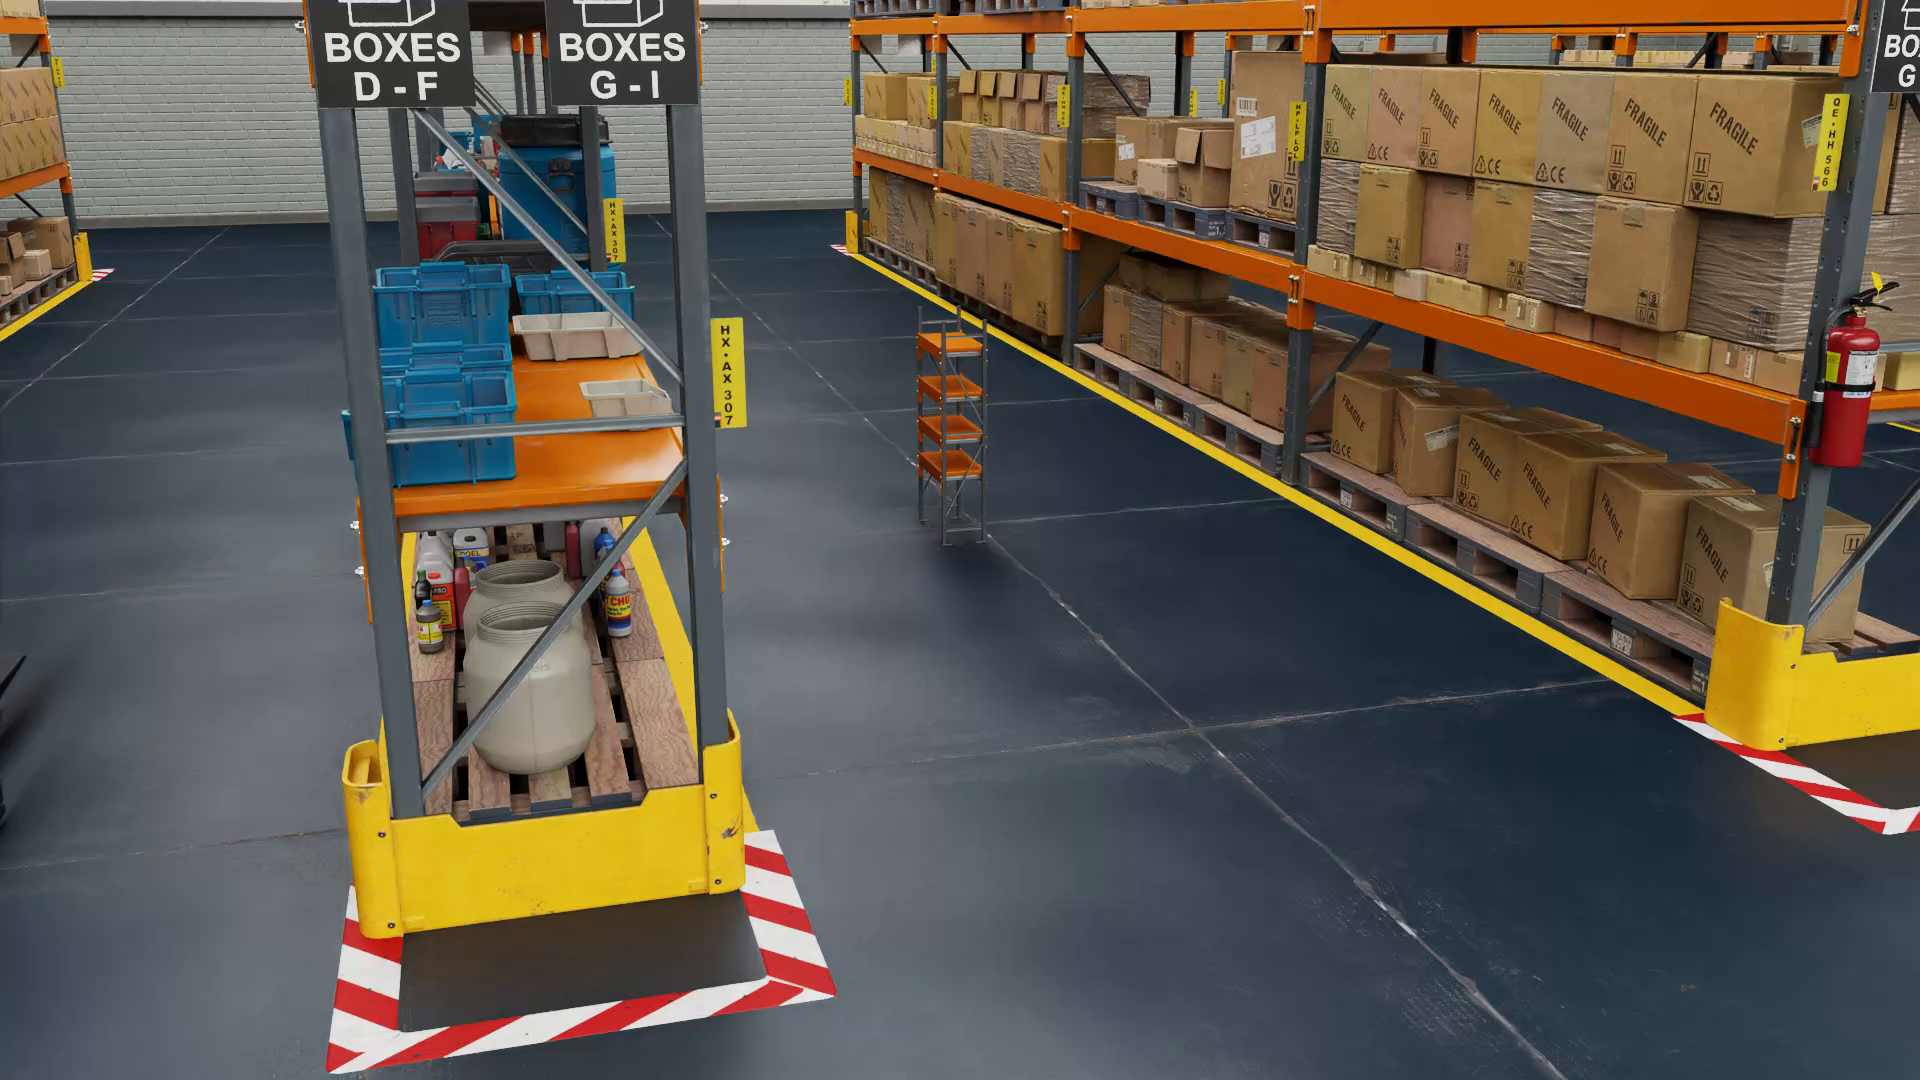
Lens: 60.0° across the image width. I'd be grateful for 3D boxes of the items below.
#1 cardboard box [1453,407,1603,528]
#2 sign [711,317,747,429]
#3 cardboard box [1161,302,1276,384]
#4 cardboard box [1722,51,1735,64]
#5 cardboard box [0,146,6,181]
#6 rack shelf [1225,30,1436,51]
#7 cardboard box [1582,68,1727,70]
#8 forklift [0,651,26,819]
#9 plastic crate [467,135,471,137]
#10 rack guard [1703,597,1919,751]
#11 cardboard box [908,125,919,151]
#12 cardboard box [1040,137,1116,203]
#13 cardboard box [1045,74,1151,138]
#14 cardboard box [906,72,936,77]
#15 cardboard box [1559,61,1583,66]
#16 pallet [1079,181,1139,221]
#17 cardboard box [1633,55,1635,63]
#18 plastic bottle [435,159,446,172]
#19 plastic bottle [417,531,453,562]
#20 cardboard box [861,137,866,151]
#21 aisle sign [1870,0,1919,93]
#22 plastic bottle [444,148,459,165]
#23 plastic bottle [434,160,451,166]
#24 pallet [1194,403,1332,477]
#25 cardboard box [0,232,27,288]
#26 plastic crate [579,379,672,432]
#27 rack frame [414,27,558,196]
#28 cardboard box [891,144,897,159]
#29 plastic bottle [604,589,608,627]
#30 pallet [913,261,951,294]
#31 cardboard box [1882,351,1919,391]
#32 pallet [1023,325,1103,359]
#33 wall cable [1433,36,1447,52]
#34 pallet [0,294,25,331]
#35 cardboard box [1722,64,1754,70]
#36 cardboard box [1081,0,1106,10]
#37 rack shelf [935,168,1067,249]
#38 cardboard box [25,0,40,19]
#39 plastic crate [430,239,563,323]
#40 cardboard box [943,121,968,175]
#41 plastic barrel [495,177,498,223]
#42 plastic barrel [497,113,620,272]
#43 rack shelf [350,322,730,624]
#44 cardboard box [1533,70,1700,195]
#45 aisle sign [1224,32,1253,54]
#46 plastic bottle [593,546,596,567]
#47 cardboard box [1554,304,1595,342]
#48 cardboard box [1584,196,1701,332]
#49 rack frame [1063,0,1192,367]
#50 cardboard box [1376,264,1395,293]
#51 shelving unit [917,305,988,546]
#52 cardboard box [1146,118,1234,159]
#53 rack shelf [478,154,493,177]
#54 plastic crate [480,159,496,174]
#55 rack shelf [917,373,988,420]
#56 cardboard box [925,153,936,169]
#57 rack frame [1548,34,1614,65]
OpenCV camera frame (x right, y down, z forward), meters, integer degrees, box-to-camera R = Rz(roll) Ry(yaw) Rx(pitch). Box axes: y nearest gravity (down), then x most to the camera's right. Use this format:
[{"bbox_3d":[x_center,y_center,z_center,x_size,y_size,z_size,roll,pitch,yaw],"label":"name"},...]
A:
[{"bbox_3d":[2.932,-0.380,8.617,0.500,0.500,0.500,-6,18,-20],"label":"cardboard box"},{"bbox_3d":[-0.683,-0.490,4.887,0.100,0.325,0.005,-5,17,-15],"label":"sign"},{"bbox_3d":[1.881,-1.440,12.113,0.700,0.500,0.500,-3,17,-11],"label":"cardboard box"},{"bbox_3d":[9.362,-5.858,20.200,0.380,0.149,0.250,-5,17,-15],"label":"cardboard box"},{"bbox_3d":[-9.296,-3.595,15.533,0.500,0.500,0.500,-4,17,-14],"label":"cardboard box"},{"bbox_3d":[4.499,-6.035,19.866,1.077,0.370,4.000,-5,17,-15],"label":"rack shelf"},{"bbox_3d":[3.248,-1.964,7.848,0.500,0.500,0.500,-5,17,-15],"label":"cardboard box"},{"bbox_3d":[-3.728,-0.296,4.841,1.130,2.935,3.031,-4,17,-13],"label":"forklift"},{"bbox_3d":[-5.678,-4.413,18.614,0.416,0.233,0.300,-5,17,-15],"label":"plastic crate"},{"bbox_3d":[3.528,0.470,6.519,1.175,0.500,0.348,-5,17,-15],"label":"rack guard"},{"bbox_3d":[-0.267,-4.341,17.932,0.500,0.250,0.500,-4,17,-14],"label":"cardboard box"},{"bbox_3d":[0.977,-3.084,13.831,0.500,0.500,0.500,-4,17,-14],"label":"cardboard box"},{"bbox_3d":[1.165,-3.651,13.975,0.797,0.503,0.637,-4,17,-13],"label":"cardboard box"},{"bbox_3d":[-0.461,-5.448,20.314,0.500,0.500,0.500,-4,17,-15],"label":"cardboard box"},{"bbox_3d":[8.539,-6.287,22.756,0.500,0.500,0.500,-5,17,-16],"label":"cardboard box"},{"bbox_3d":[1.649,-2.639,12.855,1.213,0.211,1.003,-5,17,-15],"label":"pallet"},{"bbox_3d":[8.854,-6.273,21.581,0.380,0.149,0.250,-5,17,-15],"label":"cardboard box"},{"bbox_3d":[-4.251,-2.946,13.630,0.144,0.351,0.185,-5,17,-15],"label":"plastic bottle"},{"bbox_3d":[-2.270,0.114,7.198,0.144,0.351,0.185,-4,17,-13],"label":"plastic bottle"},{"bbox_3d":[-0.996,-4.817,20.209,0.380,0.149,0.250,-5,17,-16],"label":"cardboard box"},{"bbox_3d":[3.278,-1.910,5.579,0.394,0.787,0.004,-5,17,-15],"label":"aisle sign"},{"bbox_3d":[-4.715,-3.476,15.396,0.144,0.351,0.185,-5,17,-15],"label":"plastic bottle"},{"bbox_3d":[-4.495,-3.160,14.475,0.152,0.276,0.135,-5,17,-15],"label":"plastic bottle"},{"bbox_3d":[2.235,-0.692,10.890,1.003,0.211,1.213,-5,17,-15],"label":"pallet"},{"bbox_3d":[-9.796,-2.778,16.560,0.797,0.503,0.637,-5,17,-15],"label":"cardboard box"},{"bbox_3d":[-1.150,-0.461,5.732,0.298,0.136,0.250,-5,17,-15],"label":"plastic crate"},{"bbox_3d":[-3.411,-2.528,12.152,1.000,3.000,0.127,-5,17,-15],"label":"rack frame"},{"bbox_3d":[-0.570,-4.390,18.788,0.380,0.149,0.250,-4,17,-14],"label":"cardboard box"},{"bbox_3d":[-1.440,0.260,6.972,0.097,0.201,0.097,0,17,0],"label":"plastic bottle"},{"bbox_3d":[0.118,-2.907,18.261,1.003,0.211,1.213,-5,17,-15],"label":"pallet"},{"bbox_3d":[3.700,-0.684,6.451,0.380,0.149,0.250,-5,17,-15],"label":"cardboard box"},{"bbox_3d":[1.207,-1.808,14.603,1.003,0.211,1.213,-5,17,-15],"label":"pallet"},{"bbox_3d":[8.469,-8.075,28.855,0.588,1.984,0.122,-5,17,-15],"label":"wall cable"},{"bbox_3d":[-9.462,-2.098,15.569,1.003,0.211,1.213,-5,17,-15],"label":"pallet"},{"bbox_3d":[9.385,-5.444,19.951,0.500,0.500,0.500,-5,17,-16],"label":"cardboard box"},{"bbox_3d":[1.235,-4.134,12.546,0.500,0.250,0.500,-4,17,-14],"label":"cardboard box"},{"bbox_3d":[0.801,-3.128,15.401,1.077,0.370,4.000,-5,17,-15],"label":"rack shelf"},{"bbox_3d":[-9.979,-5.593,17.405,0.500,0.250,0.500,-5,17,-15],"label":"cardboard box"},{"bbox_3d":[-2.291,-1.237,7.962,0.767,0.338,0.504,-5,17,-15],"label":"plastic crate"},{"bbox_3d":[0.138,-3.926,16.636,0.500,0.500,0.500,-5,17,-15],"label":"cardboard box"},{"bbox_3d":[-2.923,-2.313,11.245,0.421,0.512,0.421,0,17,0],"label":"plastic barrel"},{"bbox_3d":[-2.127,-1.792,8.832,0.600,0.901,0.708,-5,17,-15],"label":"plastic barrel"},{"bbox_3d":[-1.763,-0.523,6.731,1.077,0.370,4.000,-5,17,-15],"label":"rack shelf"},{"bbox_3d":[2.883,-1.784,7.250,0.500,0.500,0.500,-5,17,-15],"label":"cardboard box"},{"bbox_3d":[3.641,-6.738,21.650,0.394,0.787,0.004,-5,17,-15],"label":"aisle sign"},{"bbox_3d":[-1.617,0.082,7.565,0.097,0.201,0.097,0,17,0],"label":"plastic bottle"},{"bbox_3d":[2.913,-0.993,7.480,0.380,0.149,0.250,-5,17,-15],"label":"cardboard box"},{"bbox_3d":[3.172,-1.180,6.975,0.875,0.500,0.500,-5,17,-15],"label":"cardboard box"},{"bbox_3d":[1.351,-2.919,13.456,1.000,3.000,0.127,-5,17,-15],"label":"rack frame"},{"bbox_3d":[2.449,-1.404,8.847,0.380,0.149,0.250,-5,17,-15],"label":"cardboard box"},{"bbox_3d":[-0.045,-0.620,8.932,0.258,1.200,0.503,-5,17,-15],"label":"shelving unit"},{"bbox_3d":[1.787,-2.875,12.407,0.700,0.500,0.500,-2,17,-7],"label":"cardboard box"},{"bbox_3d":[-5.060,-3.843,17.781,1.077,0.370,4.000,-5,17,-15],"label":"rack shelf"},{"bbox_3d":[-4.501,-3.676,16.331,0.396,0.136,0.243,-5,17,-15],"label":"plastic crate"},{"bbox_3d":[-0.045,-0.770,8.887,0.258,0.148,0.480,-5,17,-15],"label":"rack shelf"},{"bbox_3d":[-0.147,-3.964,17.370,0.380,0.149,0.250,-5,17,-15],"label":"cardboard box"},{"bbox_3d":[8.681,-5.915,23.431,1.000,3.000,0.127,-5,17,-15],"label":"rack frame"}]
